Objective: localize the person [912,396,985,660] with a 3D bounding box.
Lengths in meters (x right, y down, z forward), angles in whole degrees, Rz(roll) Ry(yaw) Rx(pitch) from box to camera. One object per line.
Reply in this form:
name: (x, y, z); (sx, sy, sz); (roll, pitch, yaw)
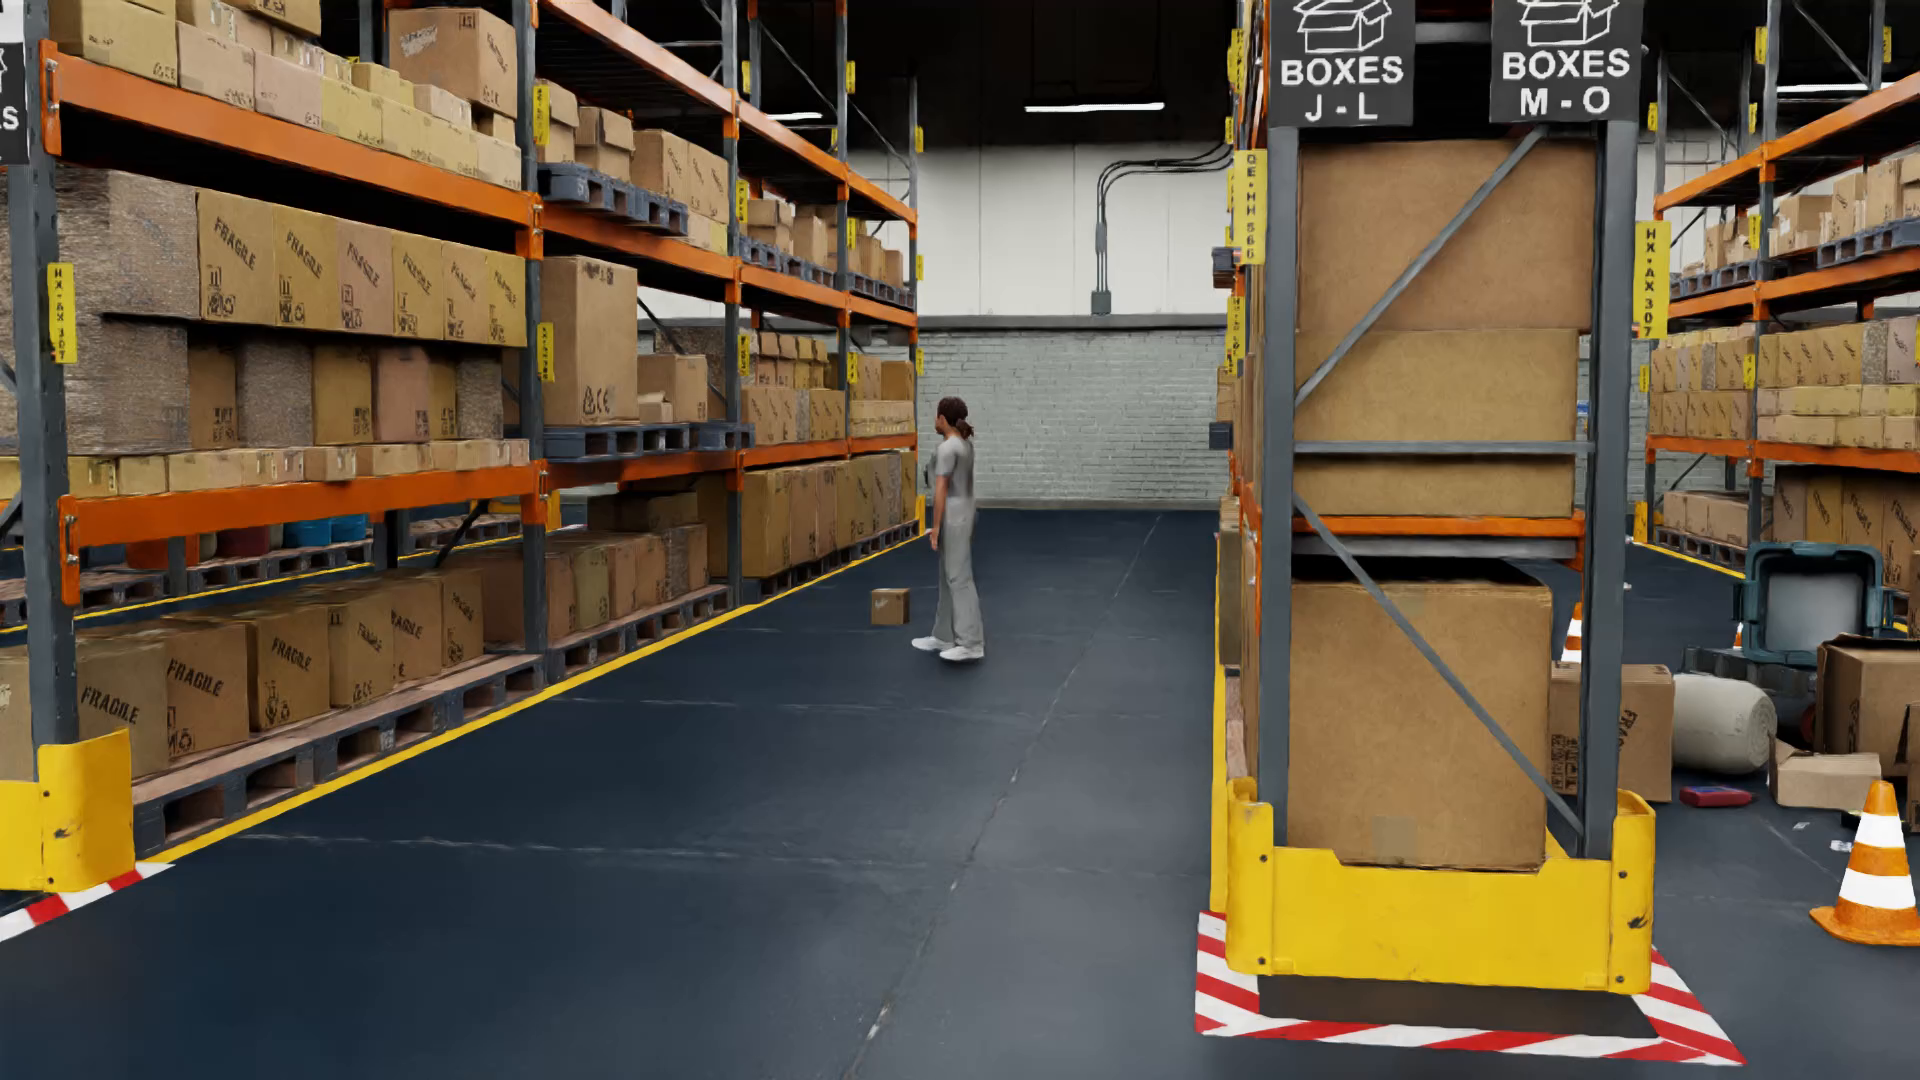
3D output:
person: (-0.077, -0.092, 10.706); (0.569, 1.667, 0.577); (1, 5, 17)
